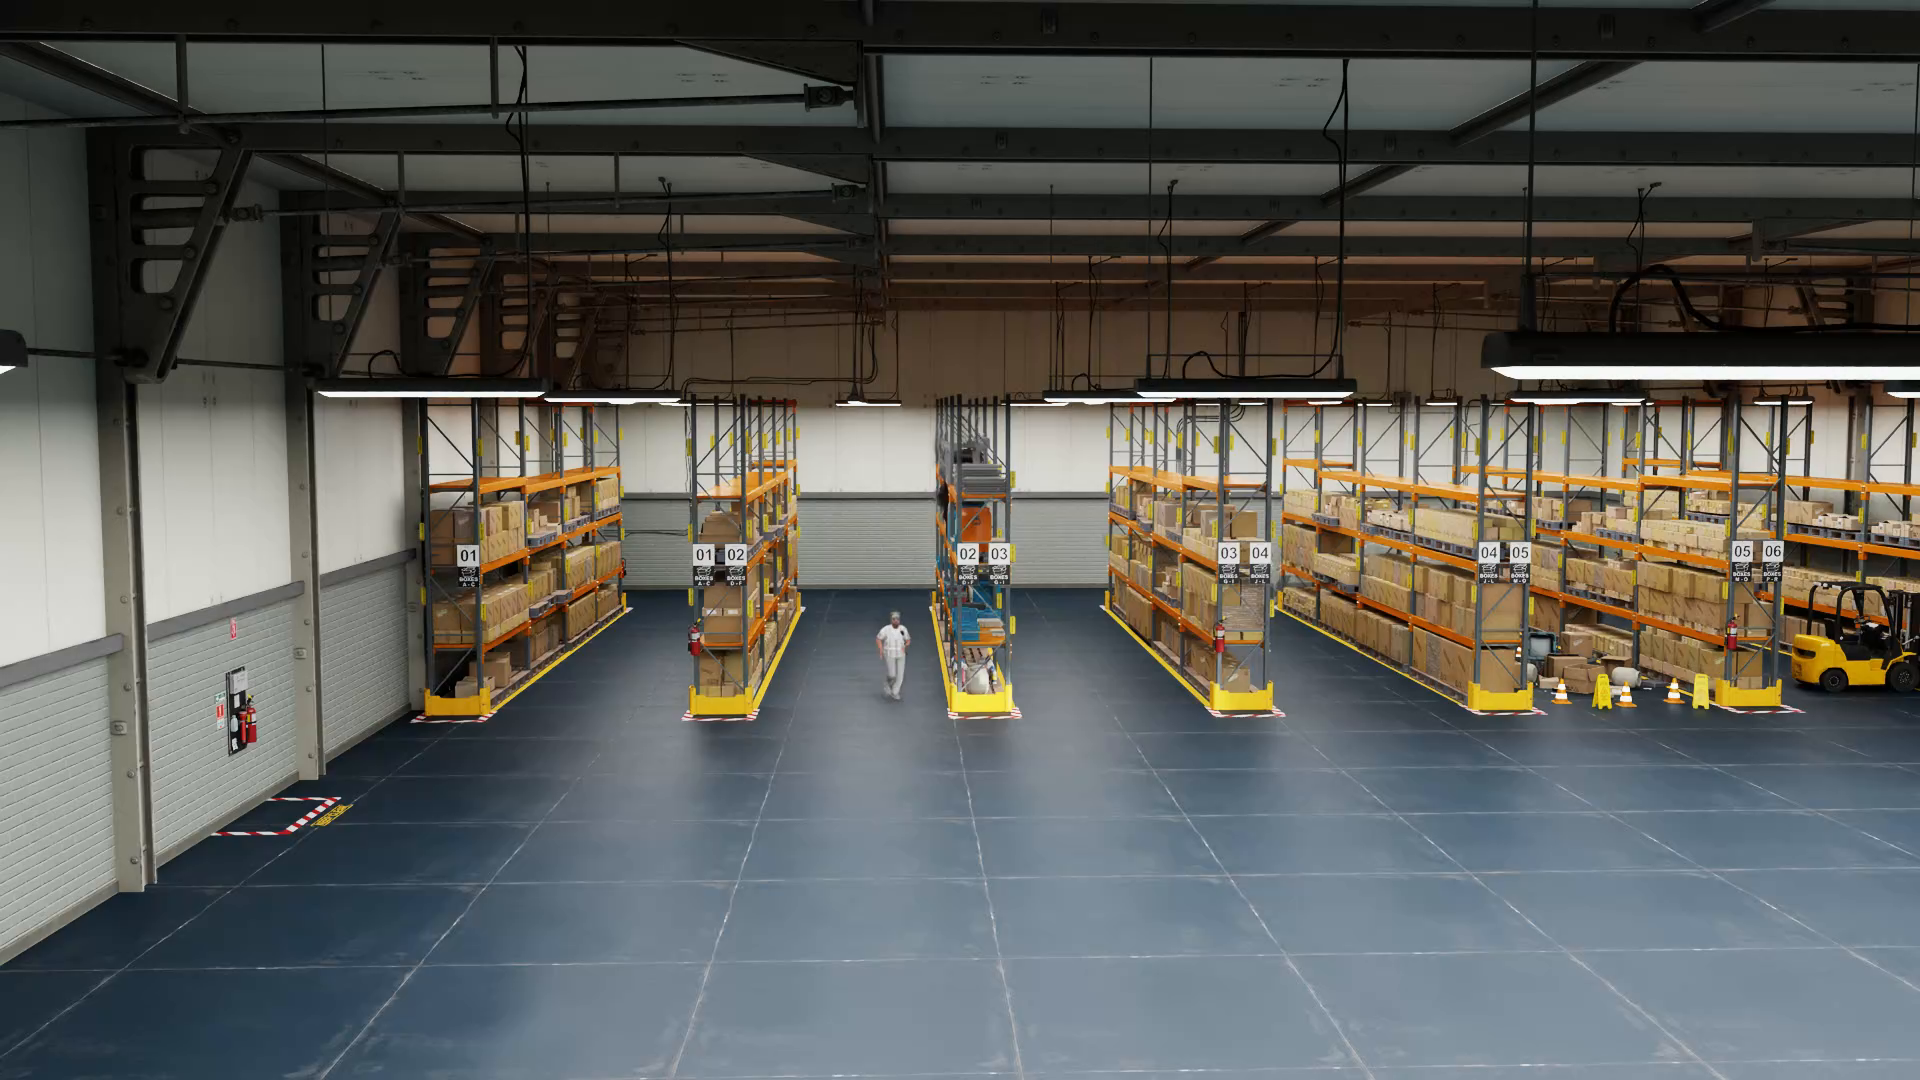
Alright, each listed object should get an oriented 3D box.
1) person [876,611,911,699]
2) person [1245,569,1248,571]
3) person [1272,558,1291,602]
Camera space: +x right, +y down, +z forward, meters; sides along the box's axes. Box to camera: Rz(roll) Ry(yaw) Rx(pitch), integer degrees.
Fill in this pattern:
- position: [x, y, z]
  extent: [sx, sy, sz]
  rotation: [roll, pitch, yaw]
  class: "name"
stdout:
- position: [-1.272, 2.276, 32.761]
  extent: [0.664, 1.728, 0.590]
  rotation: [-1, 5, -15]
  class: "person"
- position: [8.029, 1.184, 48.085]
  extent: [0.634, 1.535, 0.490]
  rotation: [2, 5, 27]
  class: "person"
- position: [9.552, 1.010, 48.849]
  extent: [0.892, 1.749, 0.690]
  rotation: [0, 5, -5]
  class: "person"
